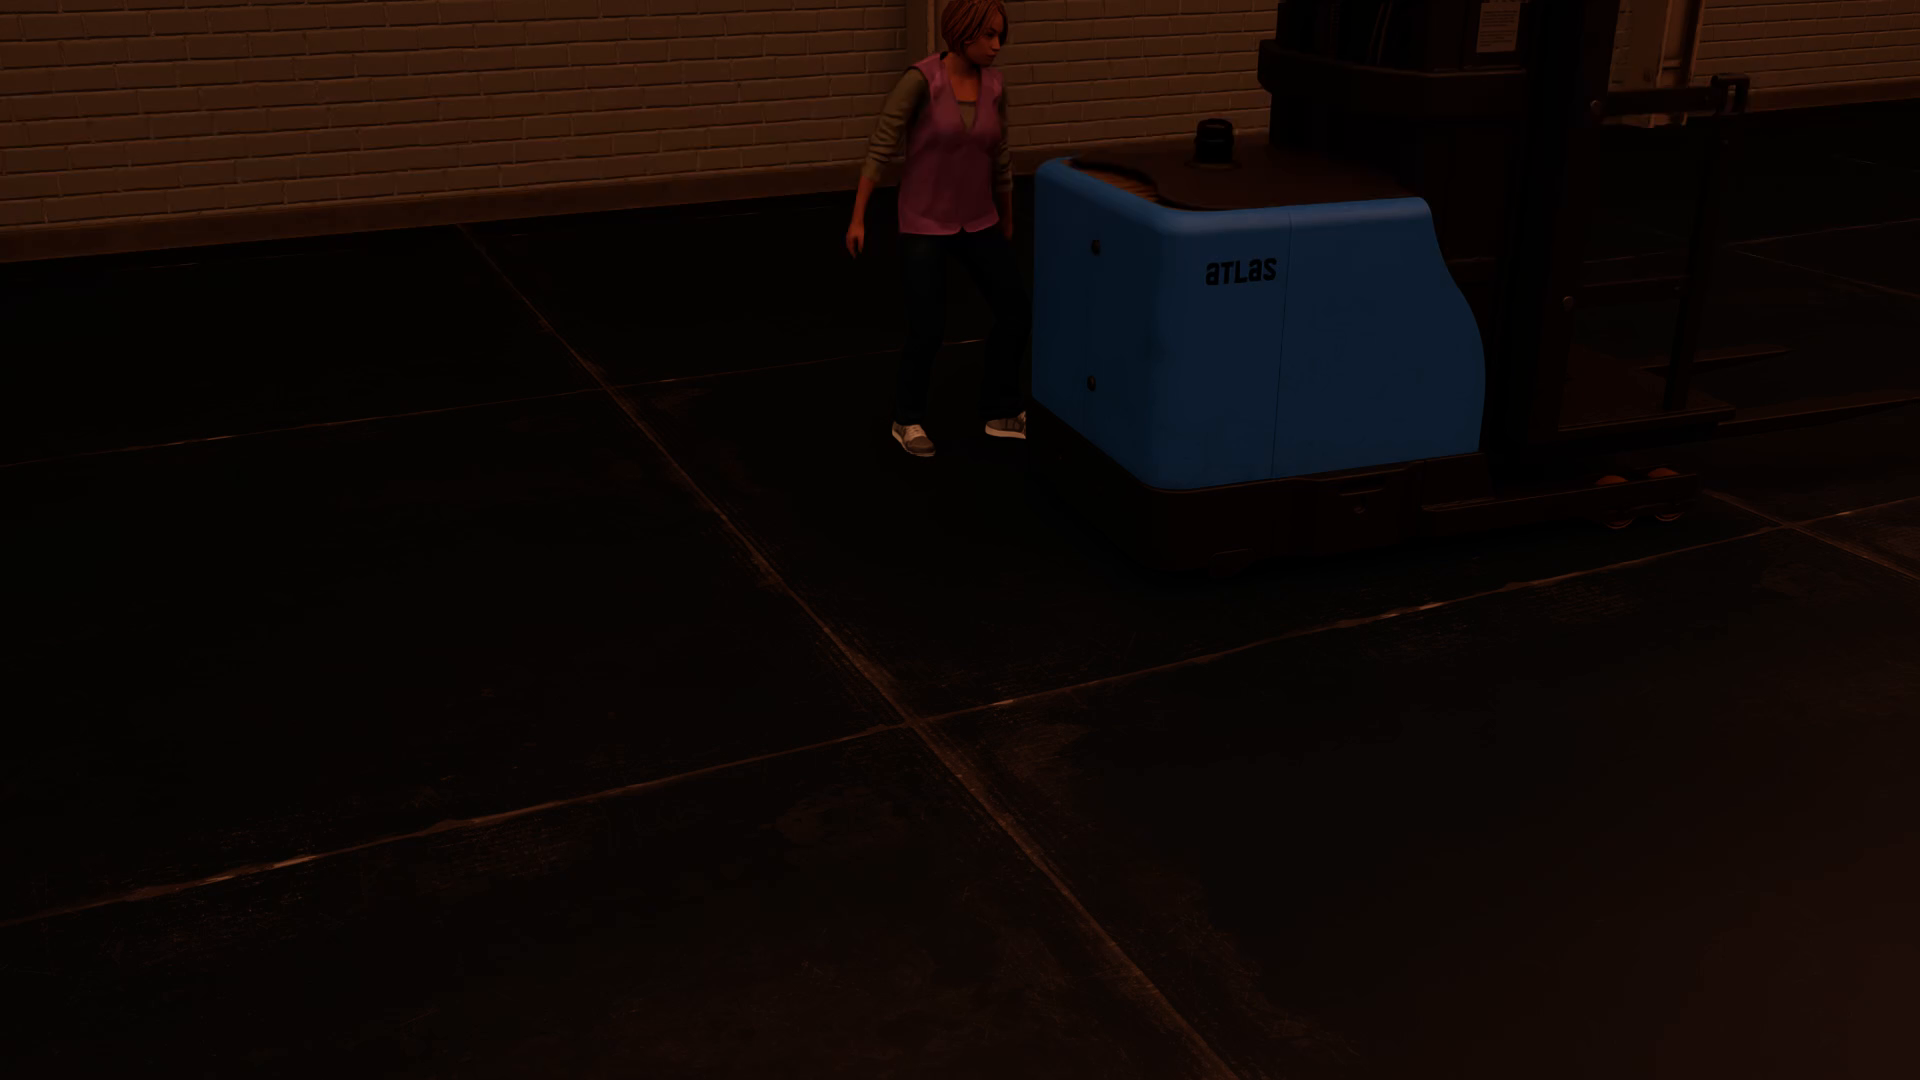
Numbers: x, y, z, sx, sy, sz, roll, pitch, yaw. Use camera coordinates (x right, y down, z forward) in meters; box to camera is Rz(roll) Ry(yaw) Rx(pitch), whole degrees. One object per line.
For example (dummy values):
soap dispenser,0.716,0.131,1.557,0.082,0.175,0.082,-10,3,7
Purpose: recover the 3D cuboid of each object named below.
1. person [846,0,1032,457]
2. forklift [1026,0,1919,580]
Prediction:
person,-0.022,-1.046,5.625,0.740,1.570,0.401,-10,25,-23
forklift,1.791,-1.569,5.064,3.031,2.935,1.130,-8,24,-18
